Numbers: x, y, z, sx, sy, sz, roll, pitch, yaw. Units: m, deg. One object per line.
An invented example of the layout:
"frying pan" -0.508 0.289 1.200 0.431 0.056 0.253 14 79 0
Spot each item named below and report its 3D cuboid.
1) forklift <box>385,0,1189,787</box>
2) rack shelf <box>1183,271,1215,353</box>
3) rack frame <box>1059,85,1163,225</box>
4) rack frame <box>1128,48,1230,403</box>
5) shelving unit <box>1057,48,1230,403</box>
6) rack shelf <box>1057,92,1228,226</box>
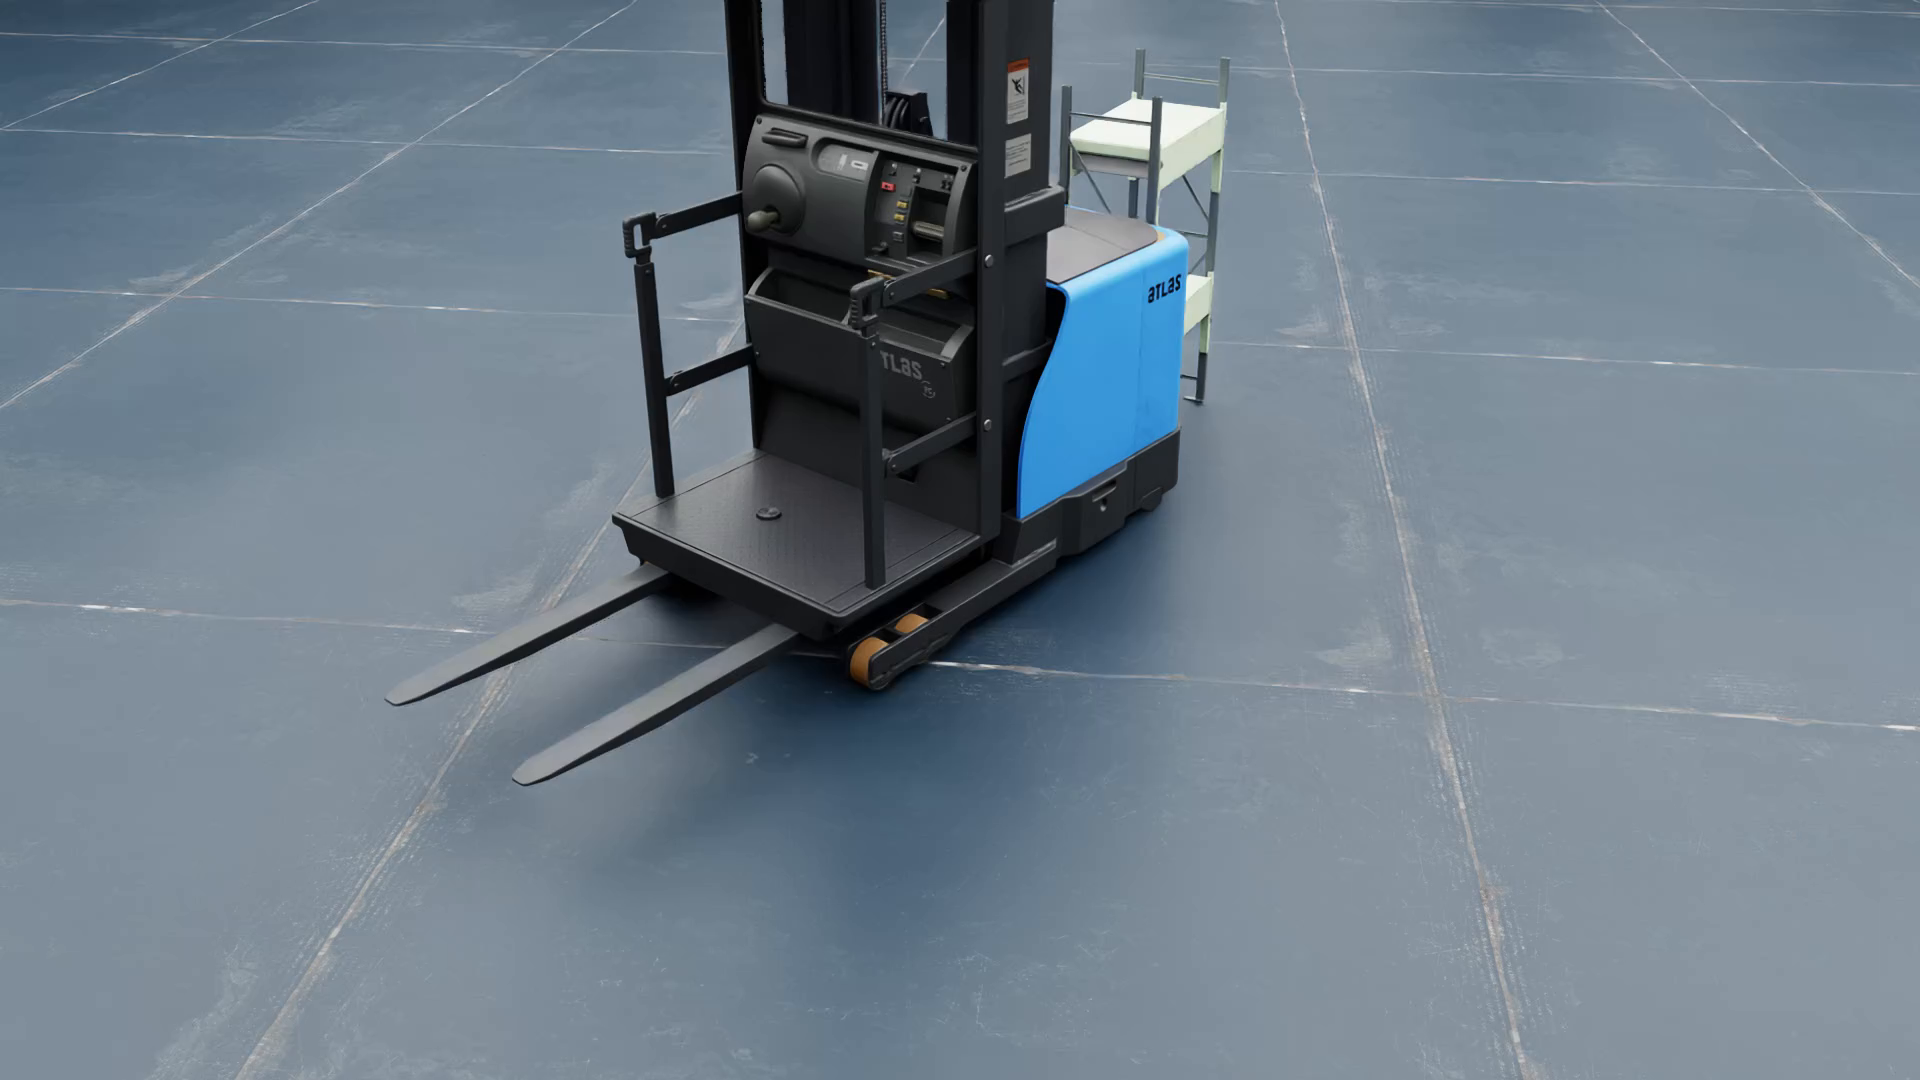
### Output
"forklift" -0.476 -1.077 5.158 1.130 2.935 3.031 22 35 34
"rack shelf" 0.735 -0.877 6.985 0.431 0.370 0.720 14 31 24
"rack frame" 0.565 -1.011 6.545 0.400 1.500 0.023 14 31 24
"rack frame" 0.905 -1.318 7.115 0.400 1.500 0.023 14 31 24
"shelving unit" 0.735 -1.164 6.830 0.431 1.500 0.755 14 31 24
"rack shelf" 0.735 -1.508 6.645 0.431 0.370 0.720 14 31 24
